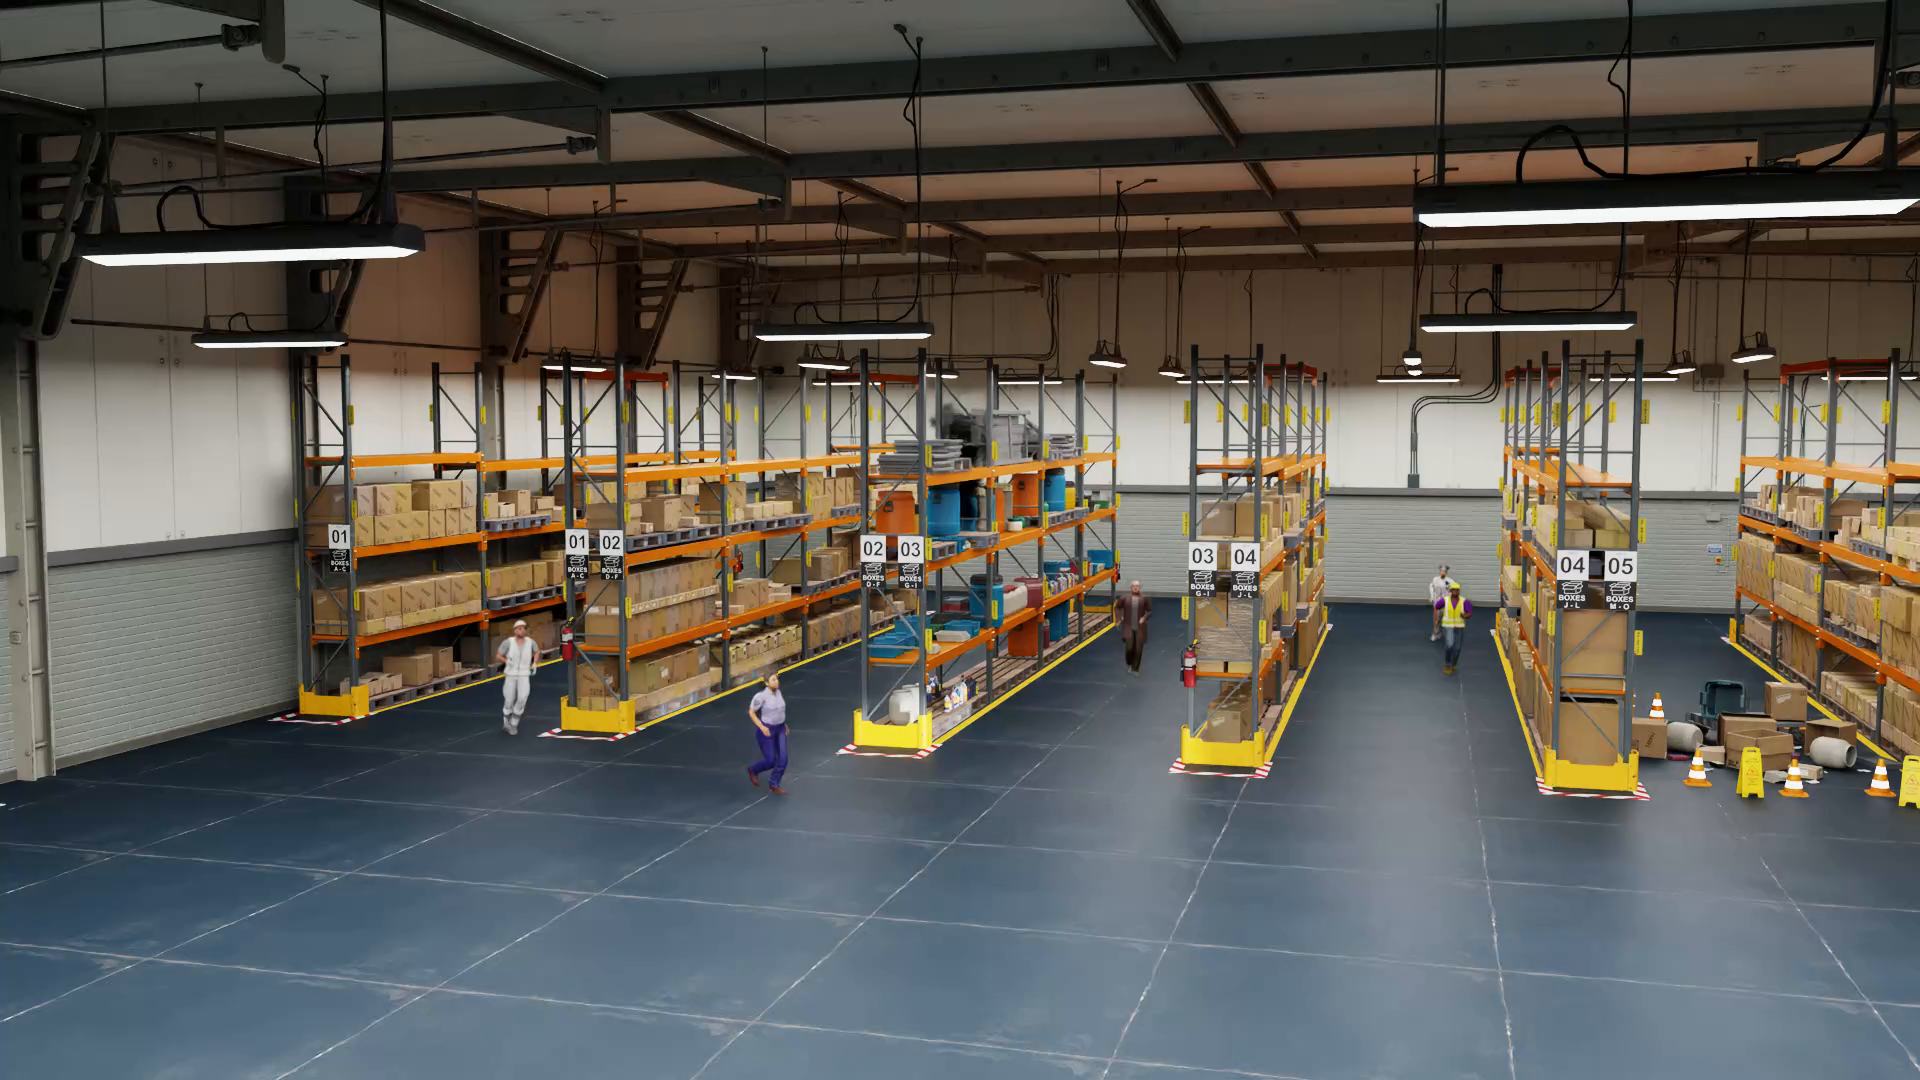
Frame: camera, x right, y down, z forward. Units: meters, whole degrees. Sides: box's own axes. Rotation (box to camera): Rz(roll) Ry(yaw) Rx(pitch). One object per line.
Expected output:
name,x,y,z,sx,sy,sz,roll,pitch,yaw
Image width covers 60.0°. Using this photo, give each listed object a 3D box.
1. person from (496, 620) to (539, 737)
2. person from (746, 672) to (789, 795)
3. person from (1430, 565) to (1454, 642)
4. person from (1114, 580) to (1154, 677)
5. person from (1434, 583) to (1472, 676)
person,-6.931,2.155,26.099,0.676,1.801,0.706,-2,5,-19
person,-2.546,2.555,22.079,0.597,1.617,0.614,4,6,40
person,10.706,1.389,36.869,0.601,1.701,0.693,1,5,19
person,3.130,1.608,29.870,0.704,1.733,0.599,0,4,3
person,9.526,1.720,32.094,0.670,1.801,0.728,0,4,6
